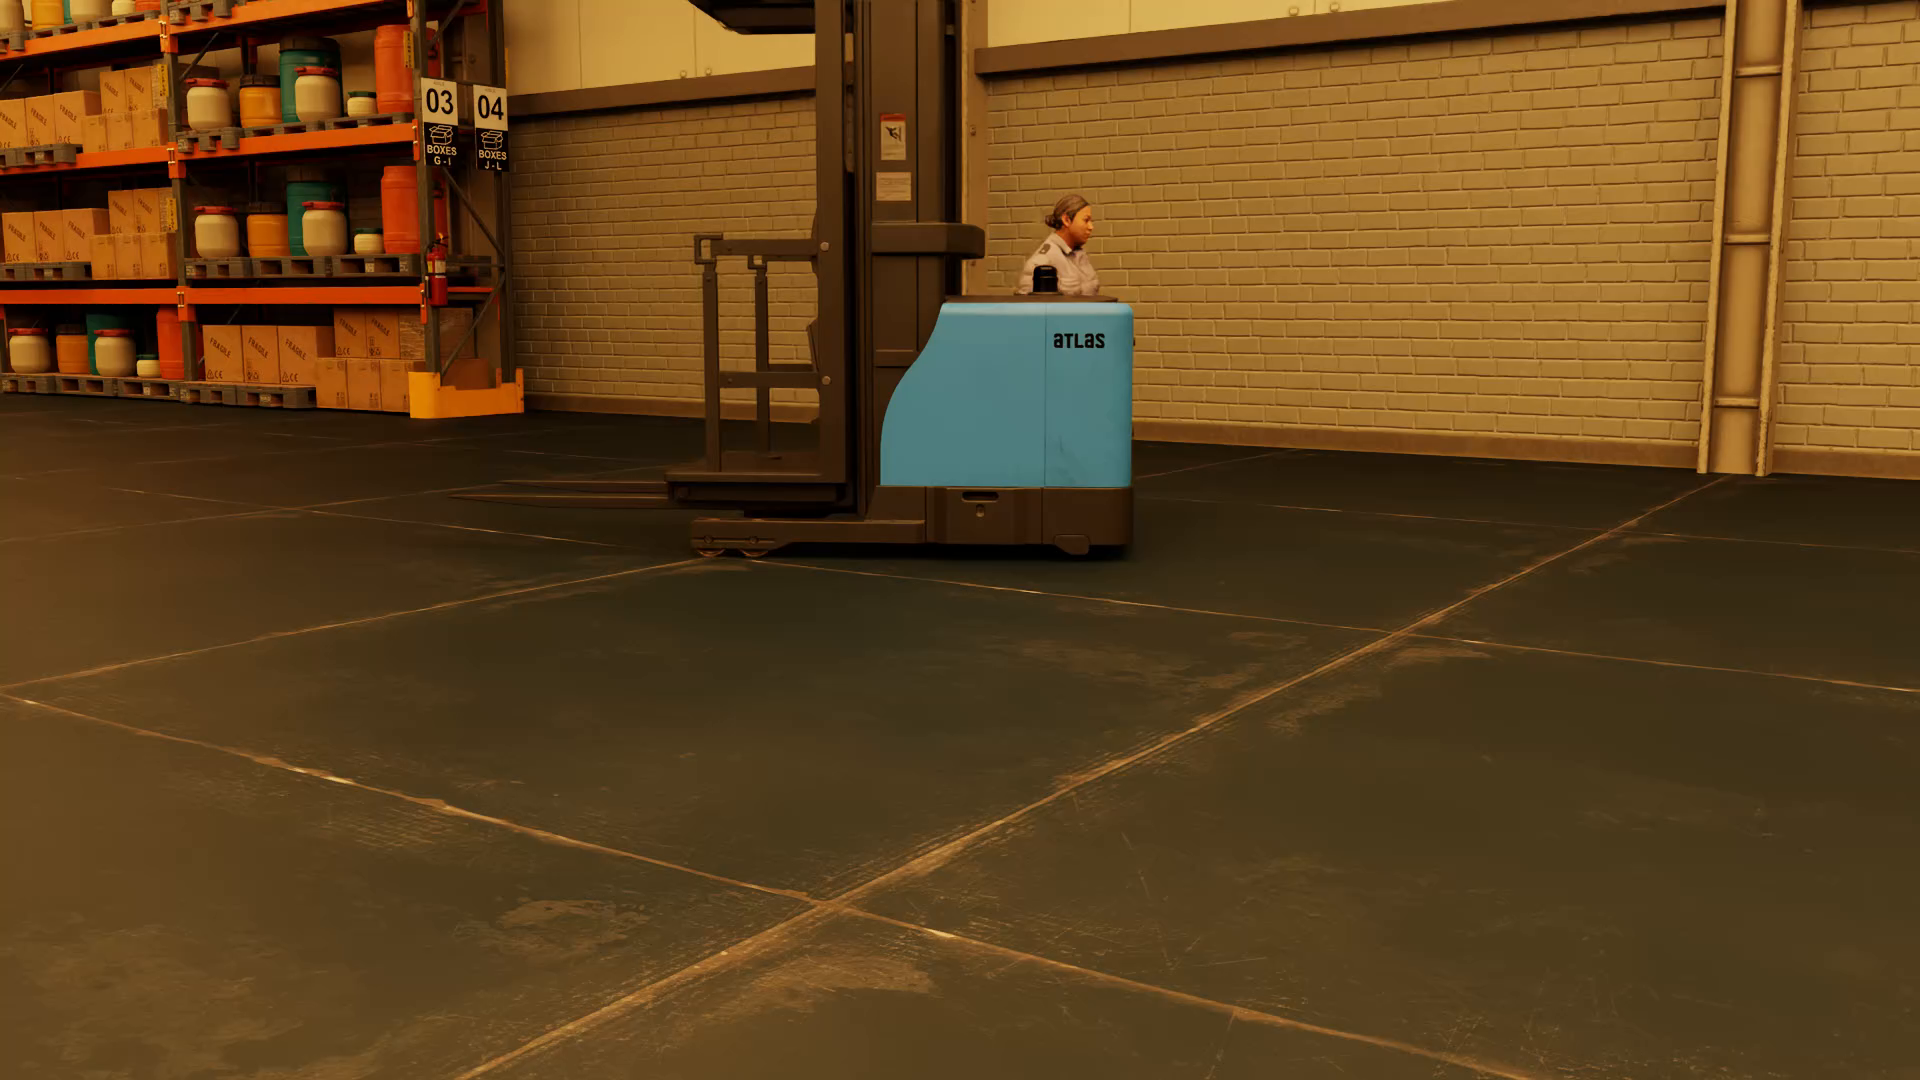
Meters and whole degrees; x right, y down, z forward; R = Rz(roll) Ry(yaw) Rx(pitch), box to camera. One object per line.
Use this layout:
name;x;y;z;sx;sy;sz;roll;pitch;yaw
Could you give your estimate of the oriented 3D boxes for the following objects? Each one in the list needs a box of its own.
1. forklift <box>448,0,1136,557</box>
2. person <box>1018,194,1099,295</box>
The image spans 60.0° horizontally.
forklift;-0.735;-1.450;7.388;3.031;2.935;1.130;1;8;6
person;0.533;-0.918;8.364;0.377;1.610;0.715;6;10;37
